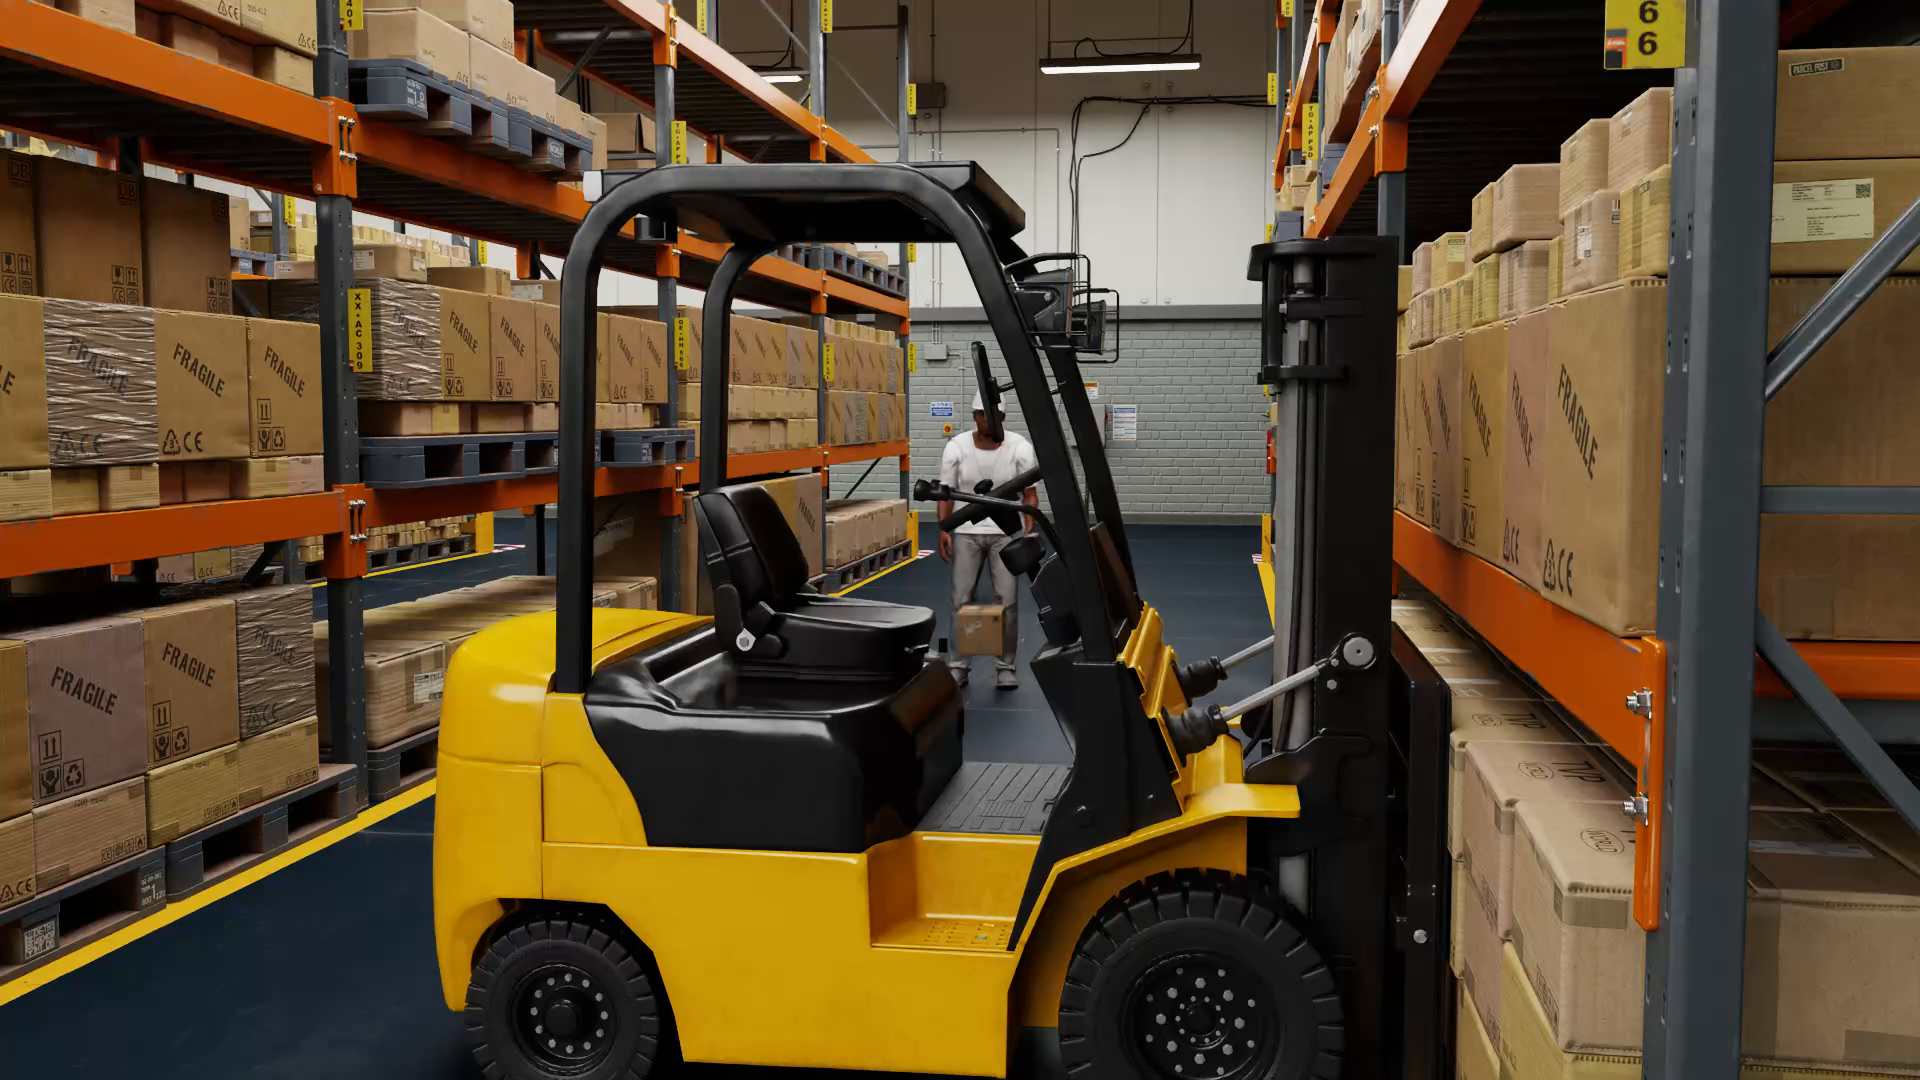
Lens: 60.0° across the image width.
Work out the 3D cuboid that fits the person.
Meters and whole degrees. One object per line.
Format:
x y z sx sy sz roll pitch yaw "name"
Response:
0.159 -0.020 9.774 0.598 1.763 0.439 1 4 7 "person"
